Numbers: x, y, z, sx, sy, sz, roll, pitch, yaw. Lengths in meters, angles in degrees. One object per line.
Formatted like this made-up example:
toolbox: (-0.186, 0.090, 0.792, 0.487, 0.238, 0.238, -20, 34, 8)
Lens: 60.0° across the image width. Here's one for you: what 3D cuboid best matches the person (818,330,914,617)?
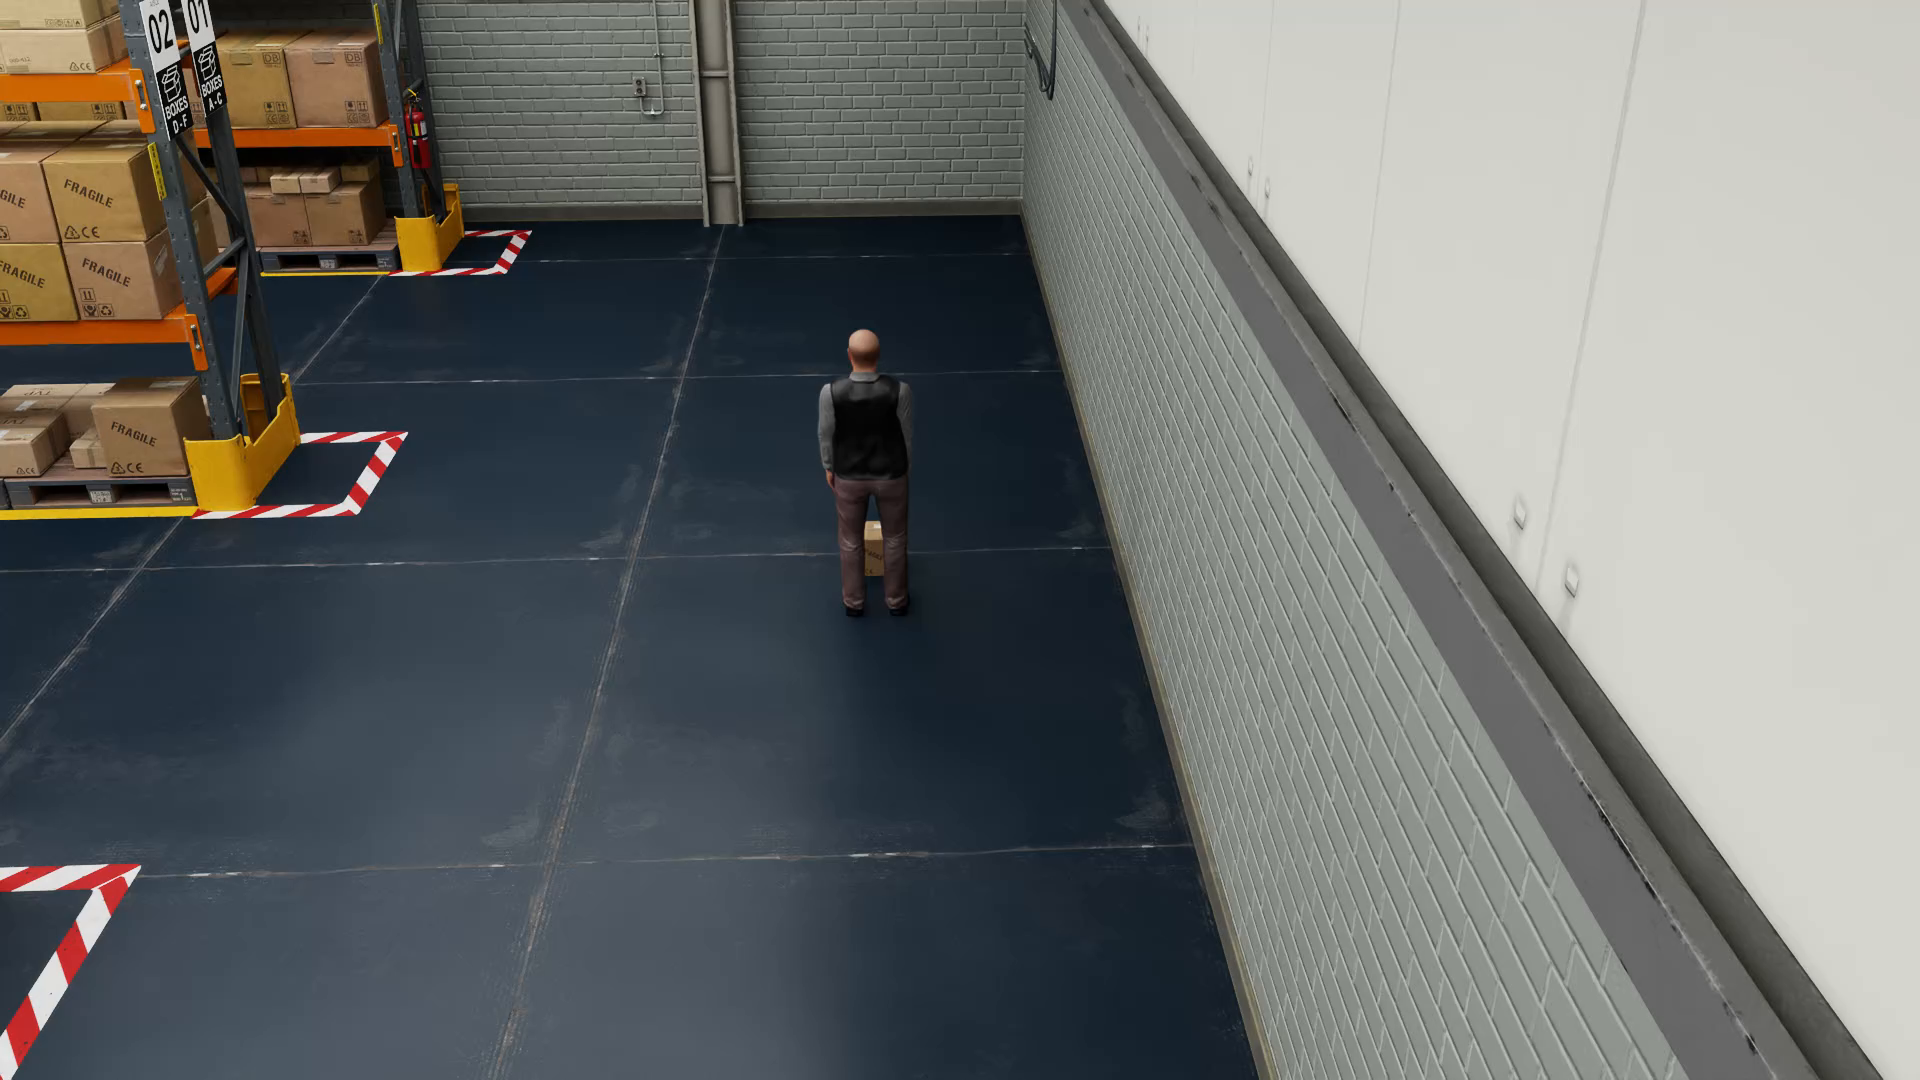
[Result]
person: (-0.522, -0.310, 9.392, 0.535, 1.592, 0.353, -1, 27, -1)
